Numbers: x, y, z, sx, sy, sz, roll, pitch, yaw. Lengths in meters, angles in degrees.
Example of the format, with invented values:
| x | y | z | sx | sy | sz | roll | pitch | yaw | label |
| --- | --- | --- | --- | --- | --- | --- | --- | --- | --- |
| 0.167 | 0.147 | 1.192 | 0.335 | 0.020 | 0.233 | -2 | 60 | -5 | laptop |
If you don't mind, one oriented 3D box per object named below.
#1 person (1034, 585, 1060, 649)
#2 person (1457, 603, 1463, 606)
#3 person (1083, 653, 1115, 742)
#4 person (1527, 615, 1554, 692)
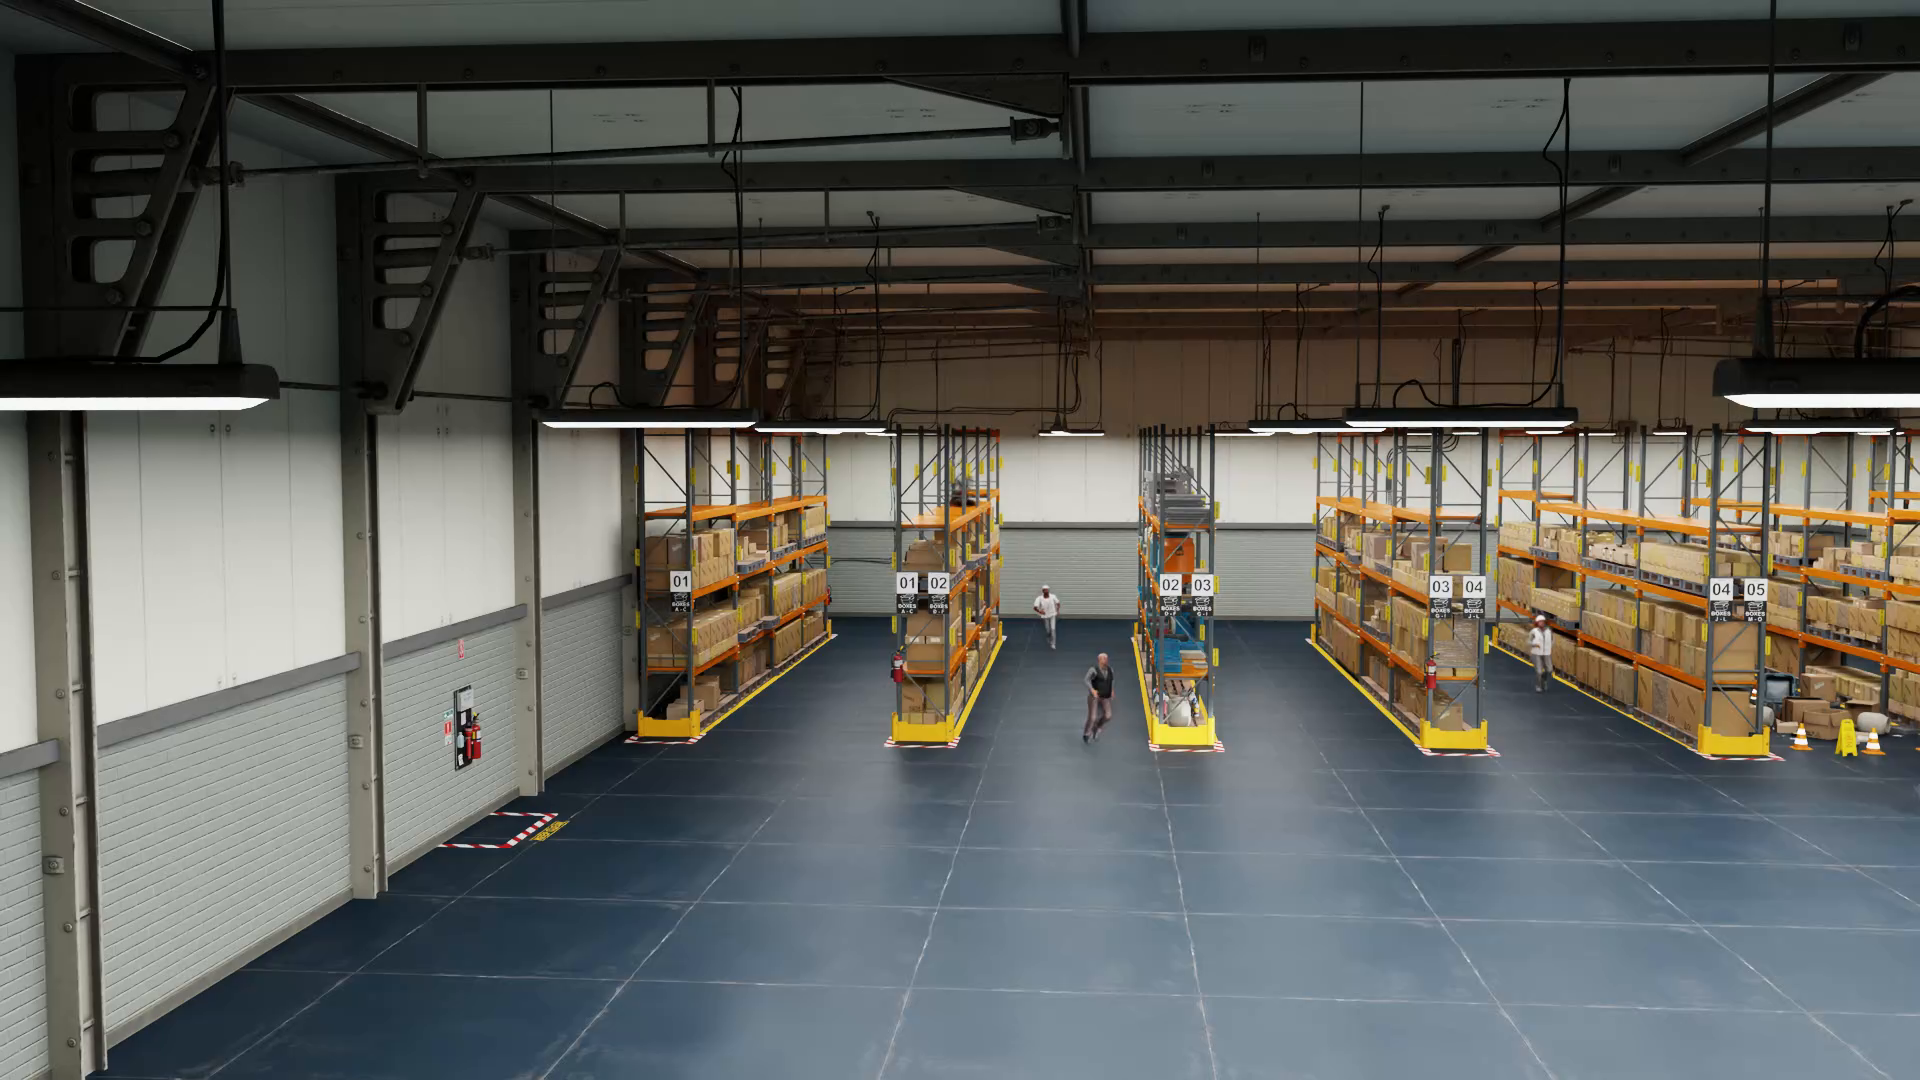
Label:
| x | y | z | sx | sy | sz | roll | pitch | yaw | label |
| --- | --- | --- | --- | --- | --- | --- | --- | --- | --- |
| 2.405 | 2.097 | 45.696 | 0.740 | 1.720 | 0.781 | 0 | 3 | -5 | person |
| 13.554 | 2.157 | 45.246 | 0.624 | 1.681 | 0.749 | 1 | 4 | 8 | person |
| 2.674 | 2.975 | 31.385 | 0.716 | 1.667 | 0.584 | -1 | 4 | -19 | person |
| 13.113 | 2.568 | 37.418 | 0.648 | 1.727 | 0.585 | 0 | 3 | 2 | person |
